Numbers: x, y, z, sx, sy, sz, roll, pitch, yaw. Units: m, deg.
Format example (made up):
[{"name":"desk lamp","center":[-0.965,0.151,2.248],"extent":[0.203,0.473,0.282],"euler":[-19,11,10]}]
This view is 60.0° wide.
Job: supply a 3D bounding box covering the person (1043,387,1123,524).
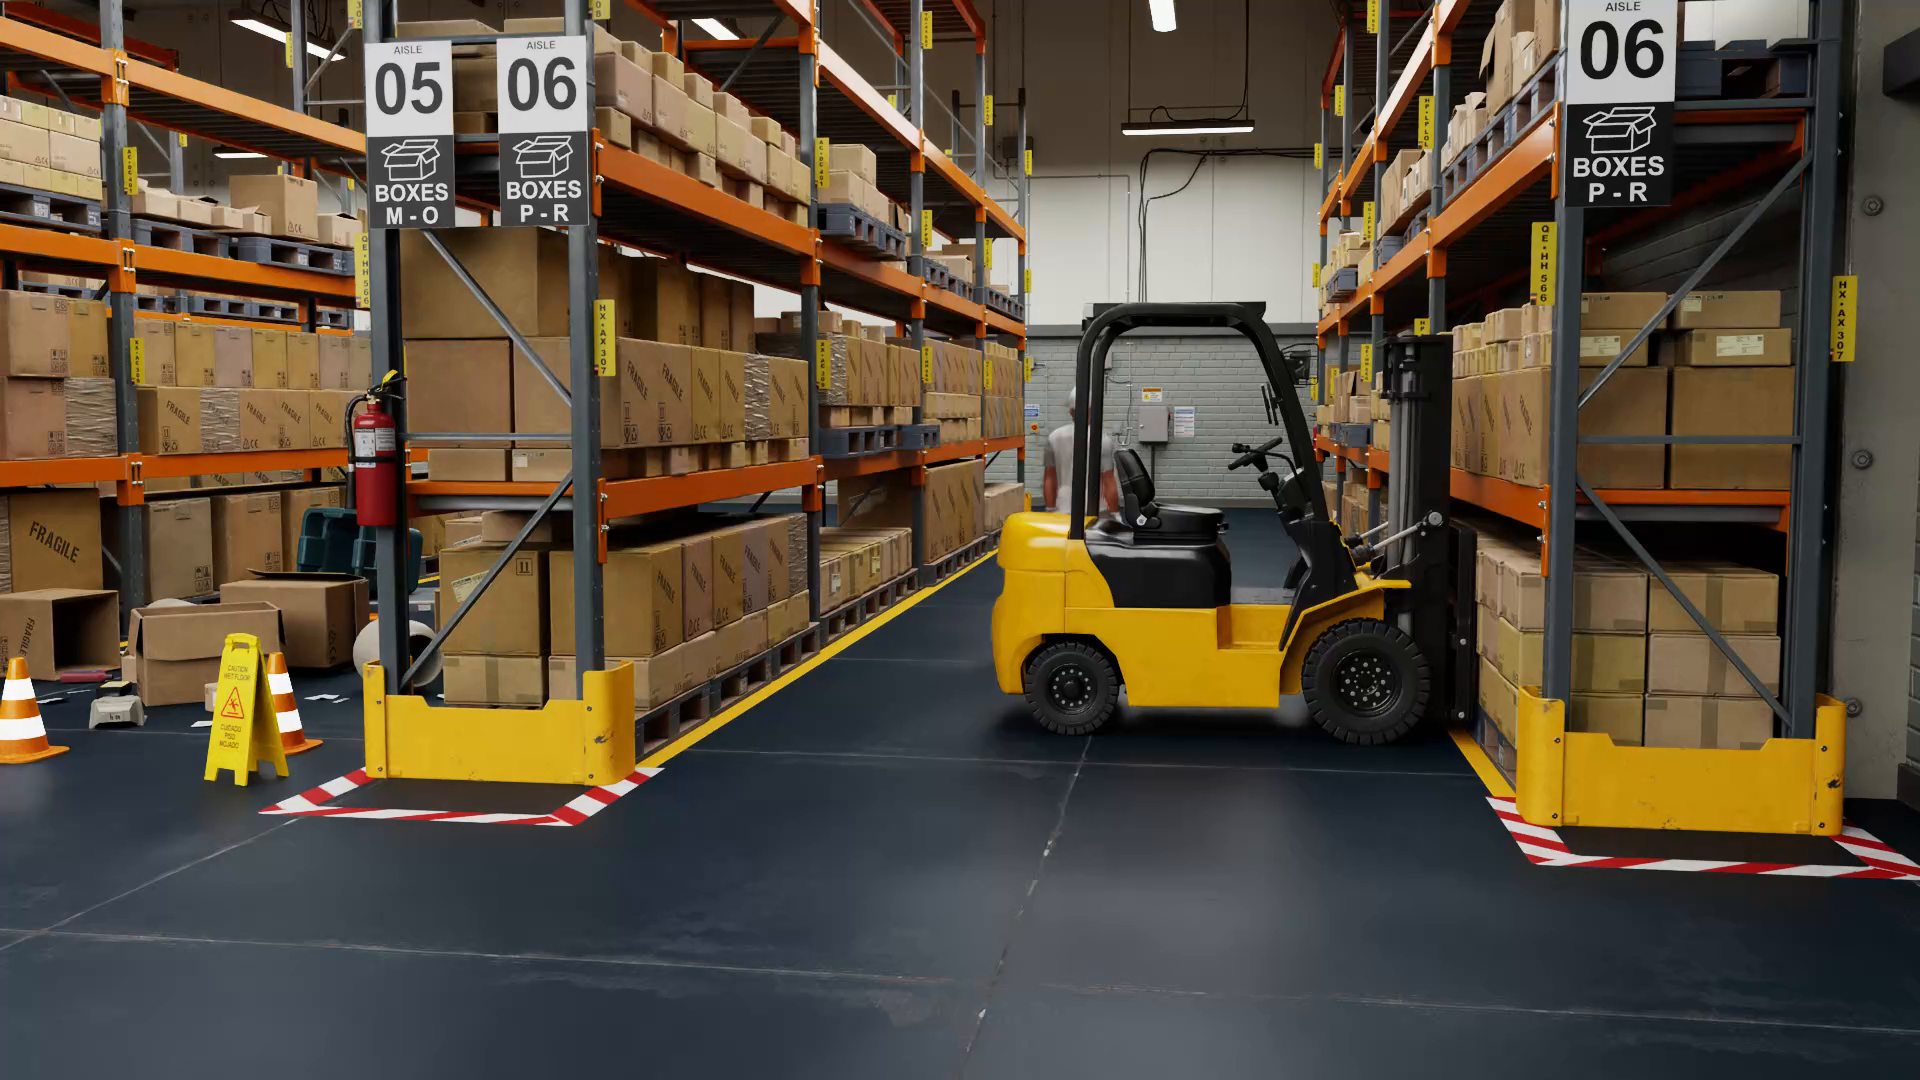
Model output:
[{"name":"person","center":[0.834,-0.164,11.304],"extent":[0.556,1.784,0.505],"euler":[4,6,42]}]
